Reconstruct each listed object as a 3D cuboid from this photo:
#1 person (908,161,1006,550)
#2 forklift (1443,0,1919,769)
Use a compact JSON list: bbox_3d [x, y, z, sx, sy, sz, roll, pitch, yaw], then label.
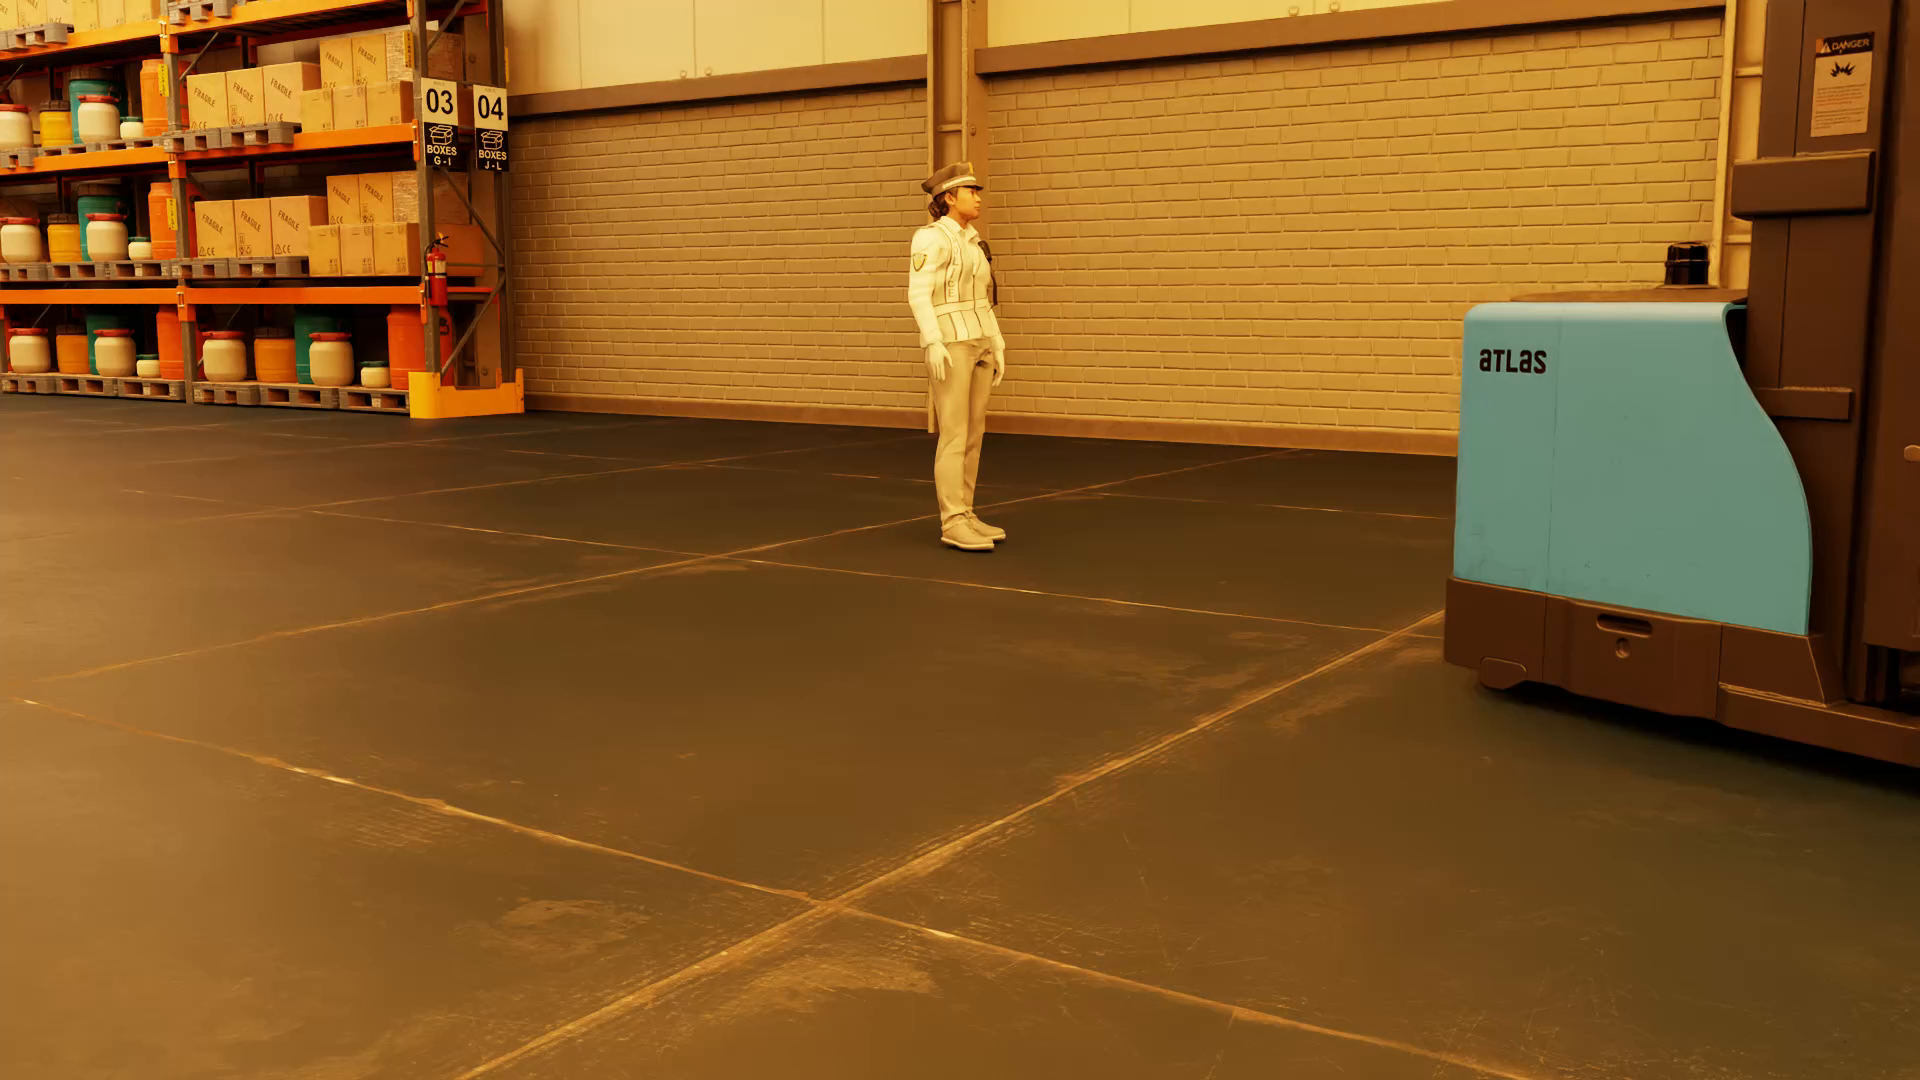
[{"bbox_3d":[0.053,-0.840,7.439,0.530,1.694,0.586,5,10,34],"label":"person"},{"bbox_3d":[2.624,-0.910,3.590,1.130,2.935,3.031,-6,10,-35],"label":"forklift"}]
